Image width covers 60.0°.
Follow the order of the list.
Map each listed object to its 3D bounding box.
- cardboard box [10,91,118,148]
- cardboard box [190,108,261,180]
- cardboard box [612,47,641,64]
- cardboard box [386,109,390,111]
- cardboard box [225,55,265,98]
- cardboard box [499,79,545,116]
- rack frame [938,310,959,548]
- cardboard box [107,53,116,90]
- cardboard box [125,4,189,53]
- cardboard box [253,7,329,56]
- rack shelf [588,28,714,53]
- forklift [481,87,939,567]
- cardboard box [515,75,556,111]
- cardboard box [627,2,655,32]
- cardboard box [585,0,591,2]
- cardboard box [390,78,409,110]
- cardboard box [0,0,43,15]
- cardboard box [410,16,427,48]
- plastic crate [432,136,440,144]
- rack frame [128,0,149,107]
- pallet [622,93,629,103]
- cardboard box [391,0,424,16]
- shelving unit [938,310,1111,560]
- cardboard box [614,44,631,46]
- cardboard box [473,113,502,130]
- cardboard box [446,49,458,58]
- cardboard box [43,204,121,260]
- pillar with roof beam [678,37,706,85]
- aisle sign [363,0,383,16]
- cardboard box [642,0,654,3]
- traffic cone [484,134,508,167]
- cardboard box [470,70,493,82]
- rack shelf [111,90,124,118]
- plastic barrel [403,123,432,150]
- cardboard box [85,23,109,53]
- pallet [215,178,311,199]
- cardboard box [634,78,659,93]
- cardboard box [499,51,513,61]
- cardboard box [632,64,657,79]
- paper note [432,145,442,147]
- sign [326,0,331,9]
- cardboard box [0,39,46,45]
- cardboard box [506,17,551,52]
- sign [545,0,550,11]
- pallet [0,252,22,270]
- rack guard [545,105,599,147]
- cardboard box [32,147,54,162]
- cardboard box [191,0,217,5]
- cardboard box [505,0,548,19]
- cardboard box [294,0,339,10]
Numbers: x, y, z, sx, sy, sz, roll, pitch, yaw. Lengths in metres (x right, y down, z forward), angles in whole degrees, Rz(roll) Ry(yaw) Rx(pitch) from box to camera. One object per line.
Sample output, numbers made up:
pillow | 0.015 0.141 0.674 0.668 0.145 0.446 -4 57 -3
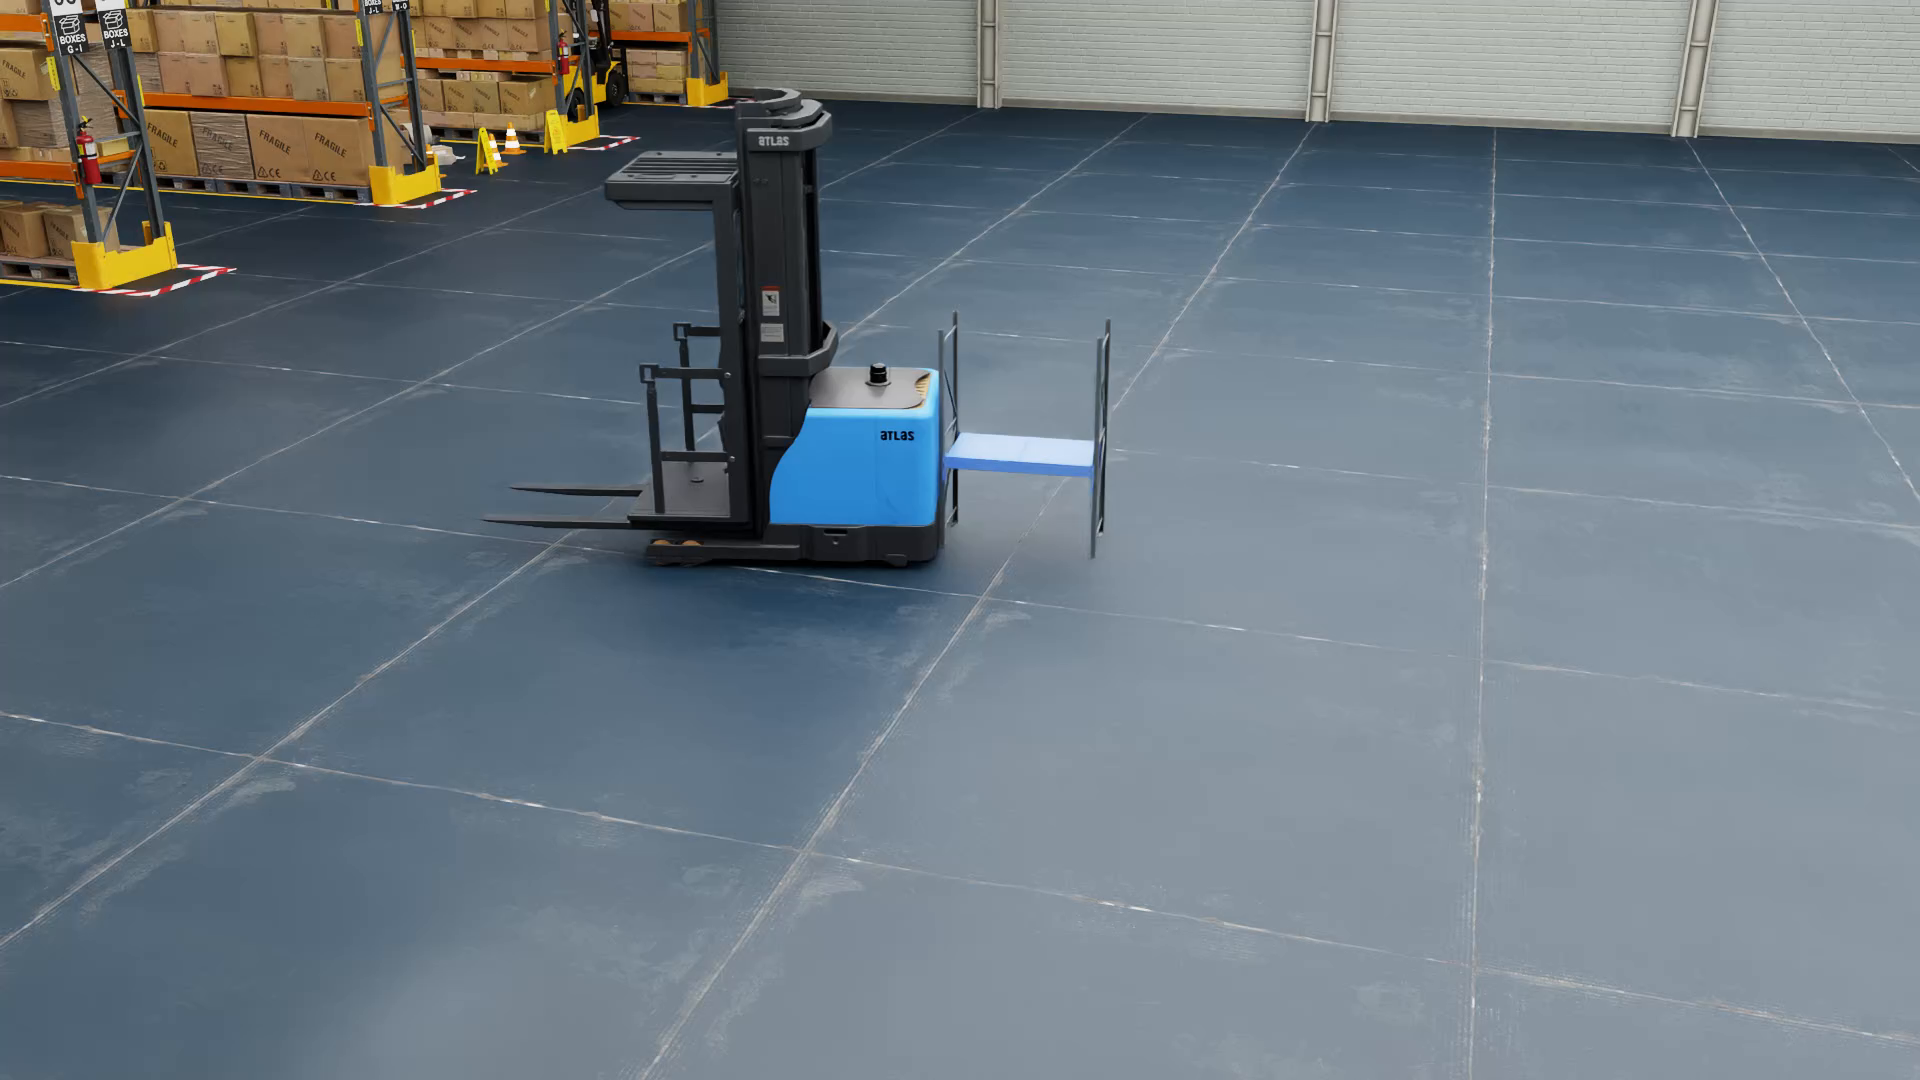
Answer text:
cardboard box | -9.600 -4.534 17.848 0.500 0.500 0.875 7 23 16
cardboard box | -9.935 -5.529 23.043 0.875 0.875 0.875 7 23 16
cardboard box | -6.296 -9.112 31.284 0.500 0.250 0.500 7 23 16
cardboard box | -9.561 -7.078 27.644 0.500 0.250 0.500 5 23 13
cardboard box | -9.472 -6.367 22.642 0.500 0.550 0.875 7 23 16
cardboard box | -7.061 -7.143 26.812 0.500 0.500 0.500 7 23 16
rack frame | -0.074 -0.735 11.085 0.032 1.500 0.500 4 23 11
cardboard box | -11.958 -6.516 23.071 0.500 0.500 0.500 6 23 15
cardboard box | -11.038 -7.026 22.825 0.550 0.550 0.875 7 23 16
cardboard box | -8.946 -6.832 22.353 0.550 0.550 0.875 7 23 16
rack shelf | -6.703 -9.571 31.598 4.000 0.370 1.077 7 23 16
forklift | -1.646 -1.381 10.774 3.031 2.935 1.130 1 22 3
cardboard box | -6.934 -7.341 27.296 0.500 0.500 0.500 6 23 14
cardboard box | -5.829 -9.750 30.954 0.500 0.500 0.500 7 23 17
cardboard box | -6.914 -10.162 31.105 0.250 0.149 0.380 6 23 14
cardboard box | -9.045 -7.371 27.369 0.500 0.500 0.500 8 23 18
cardboard box | -9.616 -5.559 17.115 0.500 0.250 0.500 7 23 17
cardboard box | -8.743 -8.247 26.899 0.500 0.500 0.500 6 23 15
plastic crate | -8.782 -6.498 27.007 0.583 0.080 0.402 -1 22 -3
rack frame | -13.878 -8.758 28.668 0.127 3.000 1.000 7 23 16
pallet | -6.697 -8.597 31.951 1.213 0.211 1.003 7 23 15
cardboard box | -8.734 -8.710 26.710 0.500 0.500 0.700 6 23 14
shelving unit | 0.424 -0.697 10.993 1.048 1.500 0.538 4 23 11
cardboard box | -6.638 -9.362 31.892 0.500 0.250 0.500 6 23 14
cardboard box | -7.564 -6.853 27.095 0.500 0.250 0.500 7 23 16
cardboard box | -8.096 -7.902 26.913 0.250 0.149 0.380 7 23 16
cardboard box | -9.674 -3.392 18.328 0.500 0.500 0.500 11 25 25
pillar with roof beam | -6.438 -11.300 26.960 0.400 9.000 9.100 7 23 16
aisle sign | -7.571 -7.157 21.340 0.004 0.787 0.394 7 23 16
cardboard box | -5.685 -10.035 30.795 0.250 0.149 0.380 7 23 17
traffic cone | -6.998 -5.845 24.909 0.334 0.463 0.336 7 23 16
cardboard box | -7.672 -7.487 26.798 0.250 0.149 0.380 7 23 16
rack shelf | -13.296 -6.396 23.858 4.000 0.370 1.077 7 23 16
plastic barrel | -8.633 -6.365 26.229 0.512 0.421 0.421 -14 26 -30
cardboard box | -11.858 -7.071 23.106 0.500 0.500 0.700 6 23 15
pallet | -9.504 -4.975 23.119 1.213 0.211 1.003 7 23 15
cardboard box | -5.803 -8.601 31.356 0.500 0.250 0.500 7 23 15
cardboard box | -7.152 -7.751 26.545 0.250 0.149 0.380 6 23 15
cardboard box | -5.822 -8.837 31.271 0.500 0.250 0.500 6 23 15
paper note | -8.376 -6.304 26.598 0.148 0.019 0.142 -1 22 -3
sign | -10.205 -8.653 26.886 0.005 0.325 0.100 7 23 16
cardboard box | -10.006 -5.143 18.015 0.500 0.500 0.500 7 23 16
cardboard box | -6.818 -8.024 26.355 0.500 0.500 0.500 6 23 15
sign | -6.398 -8.363 25.764 0.005 0.325 0.100 7 23 16
pallet | -11.086 -3.235 18.877 1.213 0.211 1.003 7 23 16
rack guard | -6.291 -6.732 27.024 0.348 0.500 1.175 7 23 16
cardboard box | -9.653 -4.148 17.760 0.250 0.149 0.380 7 23 16
cardboard box | -12.502 -8.892 27.918 0.500 0.500 0.500 7 23 16
cardboard box | -6.771 -8.504 26.207 0.500 0.500 0.700 6 23 14
cardboard box | -10.557 -8.665 27.364 0.500 0.500 0.500 6 23 15
